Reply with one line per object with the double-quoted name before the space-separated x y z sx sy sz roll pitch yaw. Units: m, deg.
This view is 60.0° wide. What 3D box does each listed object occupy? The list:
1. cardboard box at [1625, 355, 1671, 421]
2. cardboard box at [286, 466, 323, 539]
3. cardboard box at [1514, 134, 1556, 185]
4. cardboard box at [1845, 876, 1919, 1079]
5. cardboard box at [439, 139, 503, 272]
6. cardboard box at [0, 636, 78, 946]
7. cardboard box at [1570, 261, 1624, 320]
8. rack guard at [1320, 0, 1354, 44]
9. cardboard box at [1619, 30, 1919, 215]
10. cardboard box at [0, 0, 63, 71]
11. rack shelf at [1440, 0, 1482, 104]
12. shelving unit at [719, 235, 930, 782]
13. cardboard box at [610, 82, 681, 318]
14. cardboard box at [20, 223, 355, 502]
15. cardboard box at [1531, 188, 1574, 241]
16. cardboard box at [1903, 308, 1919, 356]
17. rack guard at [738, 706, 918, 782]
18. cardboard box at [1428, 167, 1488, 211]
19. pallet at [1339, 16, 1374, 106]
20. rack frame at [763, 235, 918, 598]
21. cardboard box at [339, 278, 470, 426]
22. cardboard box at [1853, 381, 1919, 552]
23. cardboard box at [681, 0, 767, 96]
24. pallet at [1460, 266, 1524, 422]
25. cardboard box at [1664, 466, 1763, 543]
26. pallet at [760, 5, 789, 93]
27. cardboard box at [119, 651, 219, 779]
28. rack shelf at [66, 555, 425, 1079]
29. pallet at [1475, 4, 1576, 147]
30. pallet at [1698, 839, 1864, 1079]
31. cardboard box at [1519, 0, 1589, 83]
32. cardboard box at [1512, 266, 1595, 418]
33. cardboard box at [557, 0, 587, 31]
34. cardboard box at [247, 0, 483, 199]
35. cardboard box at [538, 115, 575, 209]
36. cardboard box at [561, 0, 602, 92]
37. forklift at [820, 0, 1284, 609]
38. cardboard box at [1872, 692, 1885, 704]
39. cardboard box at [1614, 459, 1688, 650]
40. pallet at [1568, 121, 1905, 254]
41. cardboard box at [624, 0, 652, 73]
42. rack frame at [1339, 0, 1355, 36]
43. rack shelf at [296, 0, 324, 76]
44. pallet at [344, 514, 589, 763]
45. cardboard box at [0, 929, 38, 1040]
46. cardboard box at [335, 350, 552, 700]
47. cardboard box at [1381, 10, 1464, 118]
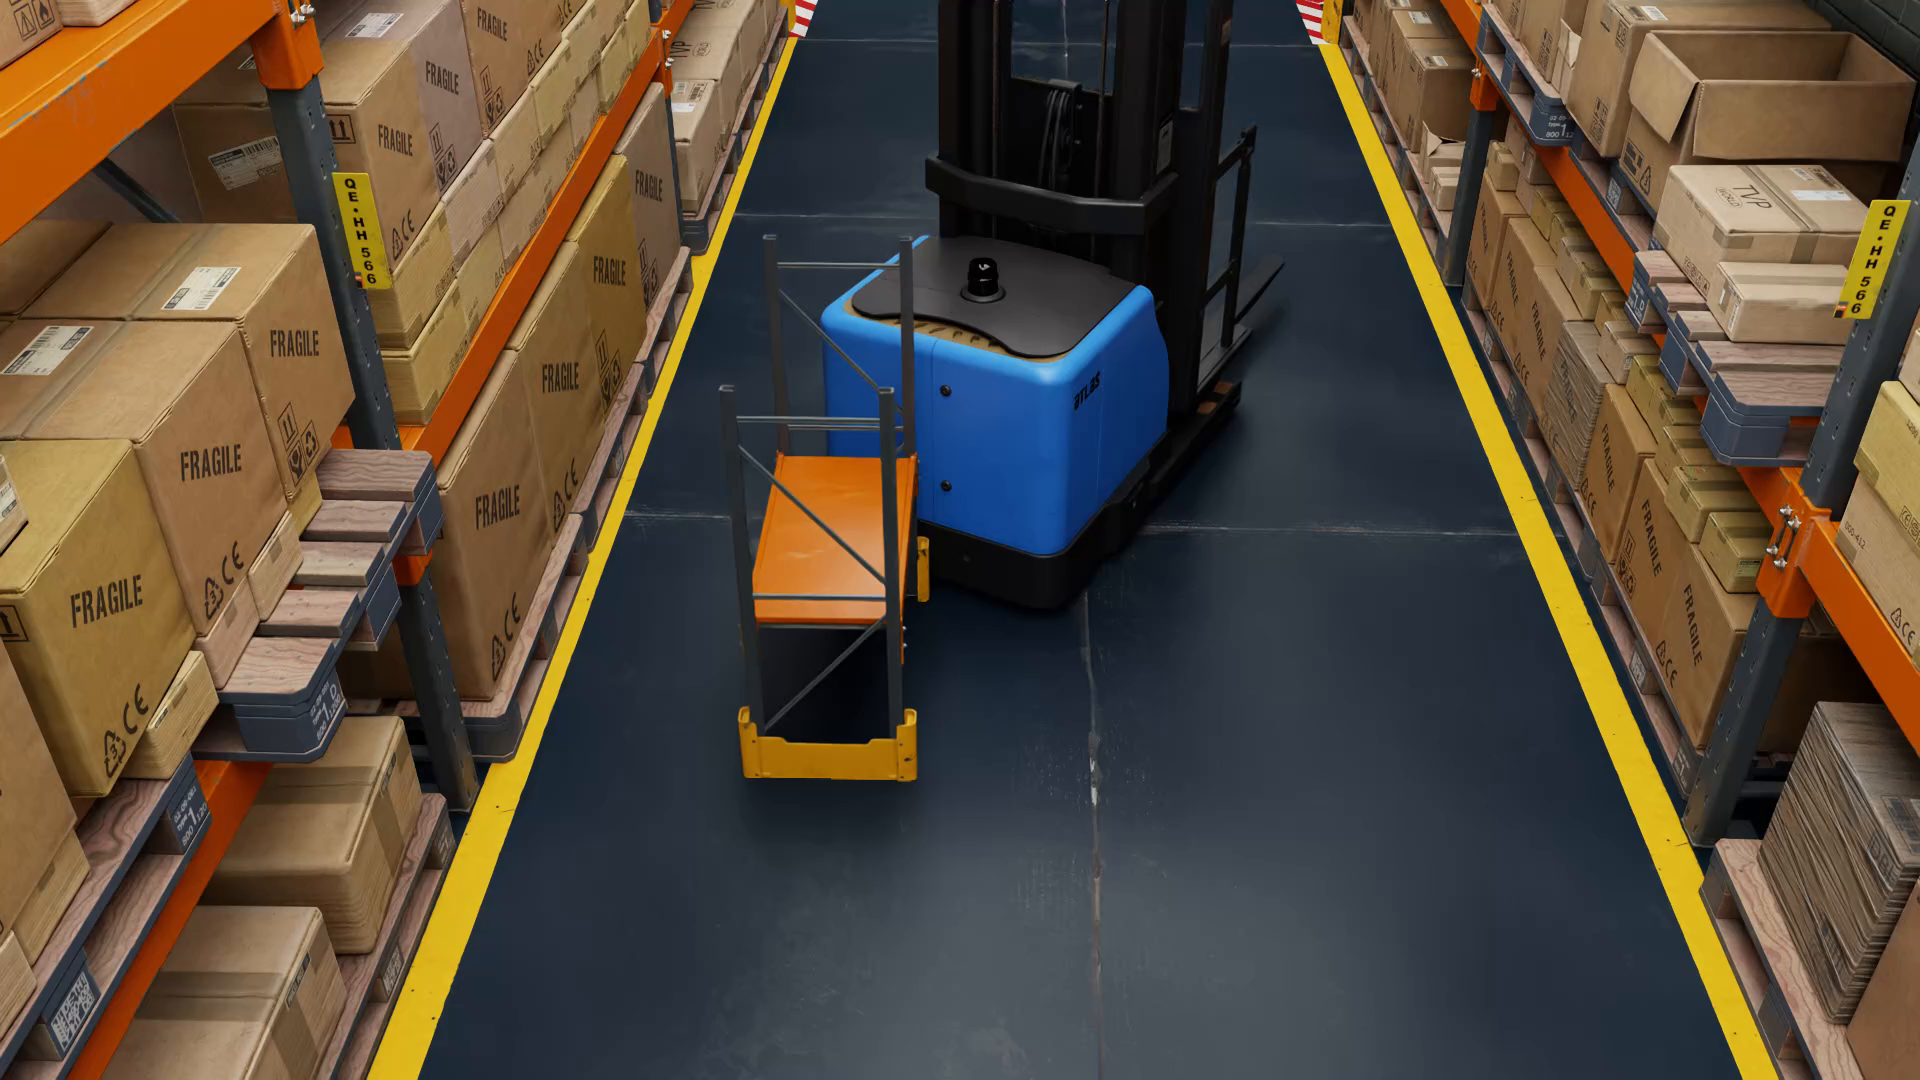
"cardboard box" 2.719 -0.564 6.189 0.380 0.149 0.250 1 35 1
"cardboard box" -1.824 -0.090 4.123 0.380 0.149 0.250 2 35 3
"cardboard box" 2.770 -1.742 7.606 0.380 0.149 0.250 0 35 0
"cardboard box" 2.795 1.275 4.027 0.875 0.625 0.625 2 35 3
"cardboard box" -1.819 -1.096 5.397 0.500 0.250 0.500 2 35 3
"cardboard box" -1.900 0.463 2.771 0.500 0.500 0.500 0 35 0
"cardboard box" 2.743 -1.019 6.836 0.380 0.149 0.250 3 35 4
"rack guard" 3.170 -3.788 11.706 1.175 0.500 0.348 1 35 2
"cardboard box" 2.733 -1.415 5.699 0.797 0.503 0.637 1 35 1
"cardboard box" -2.156 -1.095 3.003 0.700 0.500 0.500 1 35 2
"rack shelf" 3.093 -3.411 9.621 1.077 0.370 4.000 1 35 2
"shelving unit" -0.425 -0.115 5.609 0.587 1.500 1.083 1 35 1
"cardboard box" -1.892 -1.614 7.920 0.875 0.875 0.875 2 35 3
"cardboard box" -1.848 -0.438 4.053 0.500 0.500 0.500 0 35 1
"cardboard box" 2.800 -1.463 7.467 0.380 0.149 0.250 0 35 -1
"cardboard box" 3.029 -0.763 4.775 0.500 0.500 0.500 3 35 4
"rack guard" -0.438 0.683 5.561 0.587 0.250 0.087 1 35 1
"cardboard box" 2.742 -1.889 8.943 0.380 0.149 0.250 0 35 0
"pallet" 3.139 -3.212 11.137 1.003 0.211 1.213 1 35 2
"rack frame" -0.411 -0.402 6.018 0.500 1.500 0.032 1 35 1
"cardboard box" -1.837 -0.585 5.104 0.500 0.250 0.500 1 35 1
"cardboard box" 2.565 -0.153 4.055 0.500 0.250 0.500 1 35 2
"cardboard box" -1.741 -3.183 10.534 0.875 0.438 0.875 2 35 3
"pallet" 3.018 -0.947 7.915 1.003 0.211 1.213 1 35 2
"cardboard box" 2.599 -0.120 5.557 0.380 0.149 0.250 0 35 -1
"pallet" -1.740 -3.365 11.355 1.003 0.211 1.213 1 35 2
"cardboard box" -1.805 0.358 3.485 0.380 0.149 0.250 2 35 3
"rack shelf" -2.188 1.072 3.241 1.077 0.370 4.000 1 35 2
"pallet" 2.872 -2.021 7.185 1.003 0.211 1.213 1 35 2
"pallet" 2.780 1.354 4.639 1.003 0.211 1.213 1 35 2
"cardboard box" 2.749 -2.199 6.818 0.700 0.500 0.500 2 35 2
"cardboard box" 2.733 -0.840 7.145 0.500 0.500 0.500 0 35 0
"cardboard box" -1.767 -2.268 6.412 0.500 0.500 0.500 2 35 3
"cardboard box" -1.833 -1.384 5.154 0.500 0.500 0.500 1 35 2
"cardboard box" -1.790 -1.465 6.357 0.500 0.250 0.500 1 35 2
"cardboard box" -1.749 -1.968 6.638 0.500 0.250 0.500 2 35 3
"forklift" 0.618 -1.767 6.715 1.130 2.935 3.031 17 39 23
"cardboard box" 3.149 0.357 5.442 0.500 0.500 0.500 3 35 4
"cardboard box" 2.685 0.057 5.869 0.500 0.500 0.500 1 35 1
"pallet" 2.926 -1.297 6.154 1.003 0.211 1.213 1 35 2
"cardboard box" -1.713 -2.344 7.607 0.500 0.250 0.500 1 35 1
"rack frame" 3.173 -4.855 11.049 1.000 3.000 0.127 1 35 2
"rack shelf" -2.027 -2.453 5.648 1.077 0.370 4.000 1 35 2
"pallet" -2.001 0.319 6.113 1.003 0.211 1.213 1 35 2
"cardboard box" -1.850 0.800 2.857 0.380 0.149 0.250 3 35 4
"cardboard box" -1.997 -0.068 5.721 0.875 0.875 0.875 1 35 1
"cardboard box" 2.860 -2.863 10.024 0.500 0.500 0.500 2 35 3
